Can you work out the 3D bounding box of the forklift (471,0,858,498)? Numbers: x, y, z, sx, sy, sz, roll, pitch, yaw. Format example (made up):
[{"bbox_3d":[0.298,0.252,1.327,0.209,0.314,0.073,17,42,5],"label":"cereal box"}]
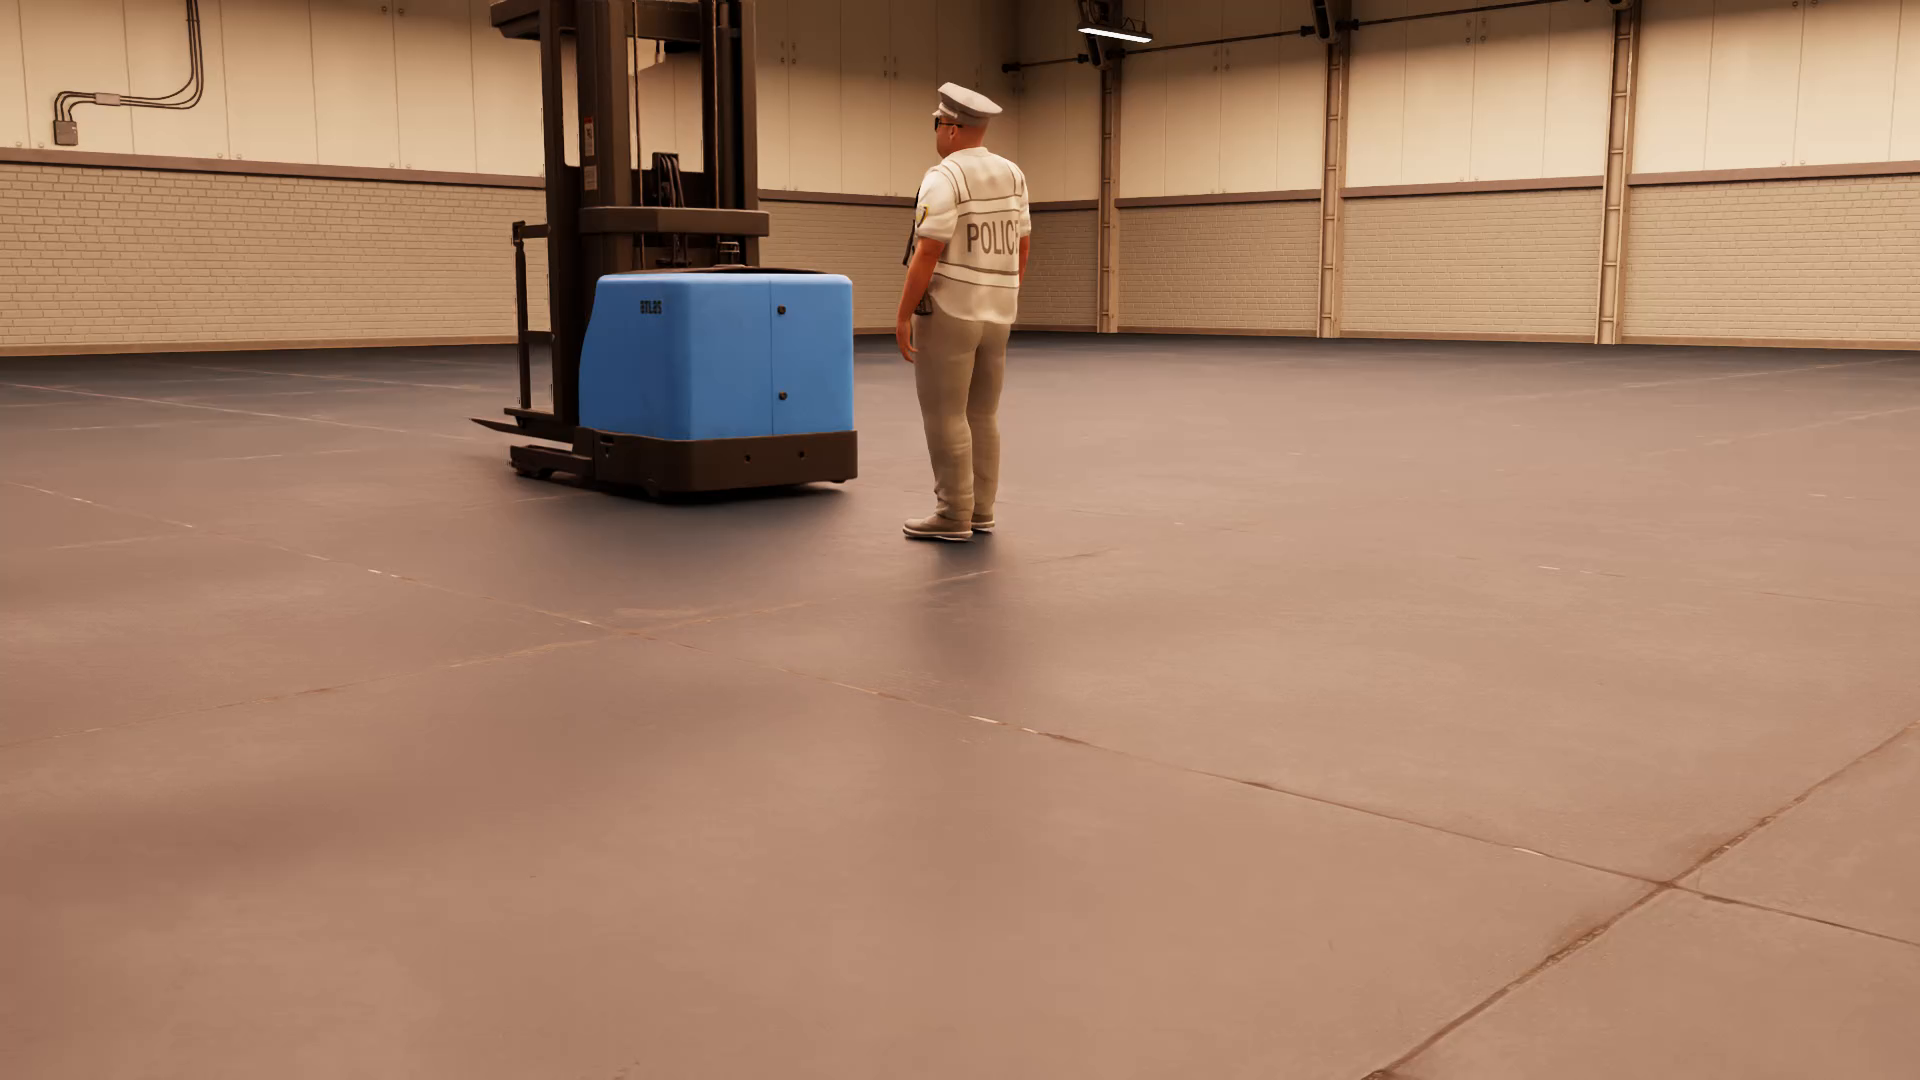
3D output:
[{"bbox_3d":[-1.802,-1.819,8.954,1.130,2.935,3.031,-6,11,-37],"label":"forklift"}]

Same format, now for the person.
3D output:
[{"bbox_3d":[-0.048,-0.898,6.645,0.574,1.781,0.641,8,12,43],"label":"person"}]
